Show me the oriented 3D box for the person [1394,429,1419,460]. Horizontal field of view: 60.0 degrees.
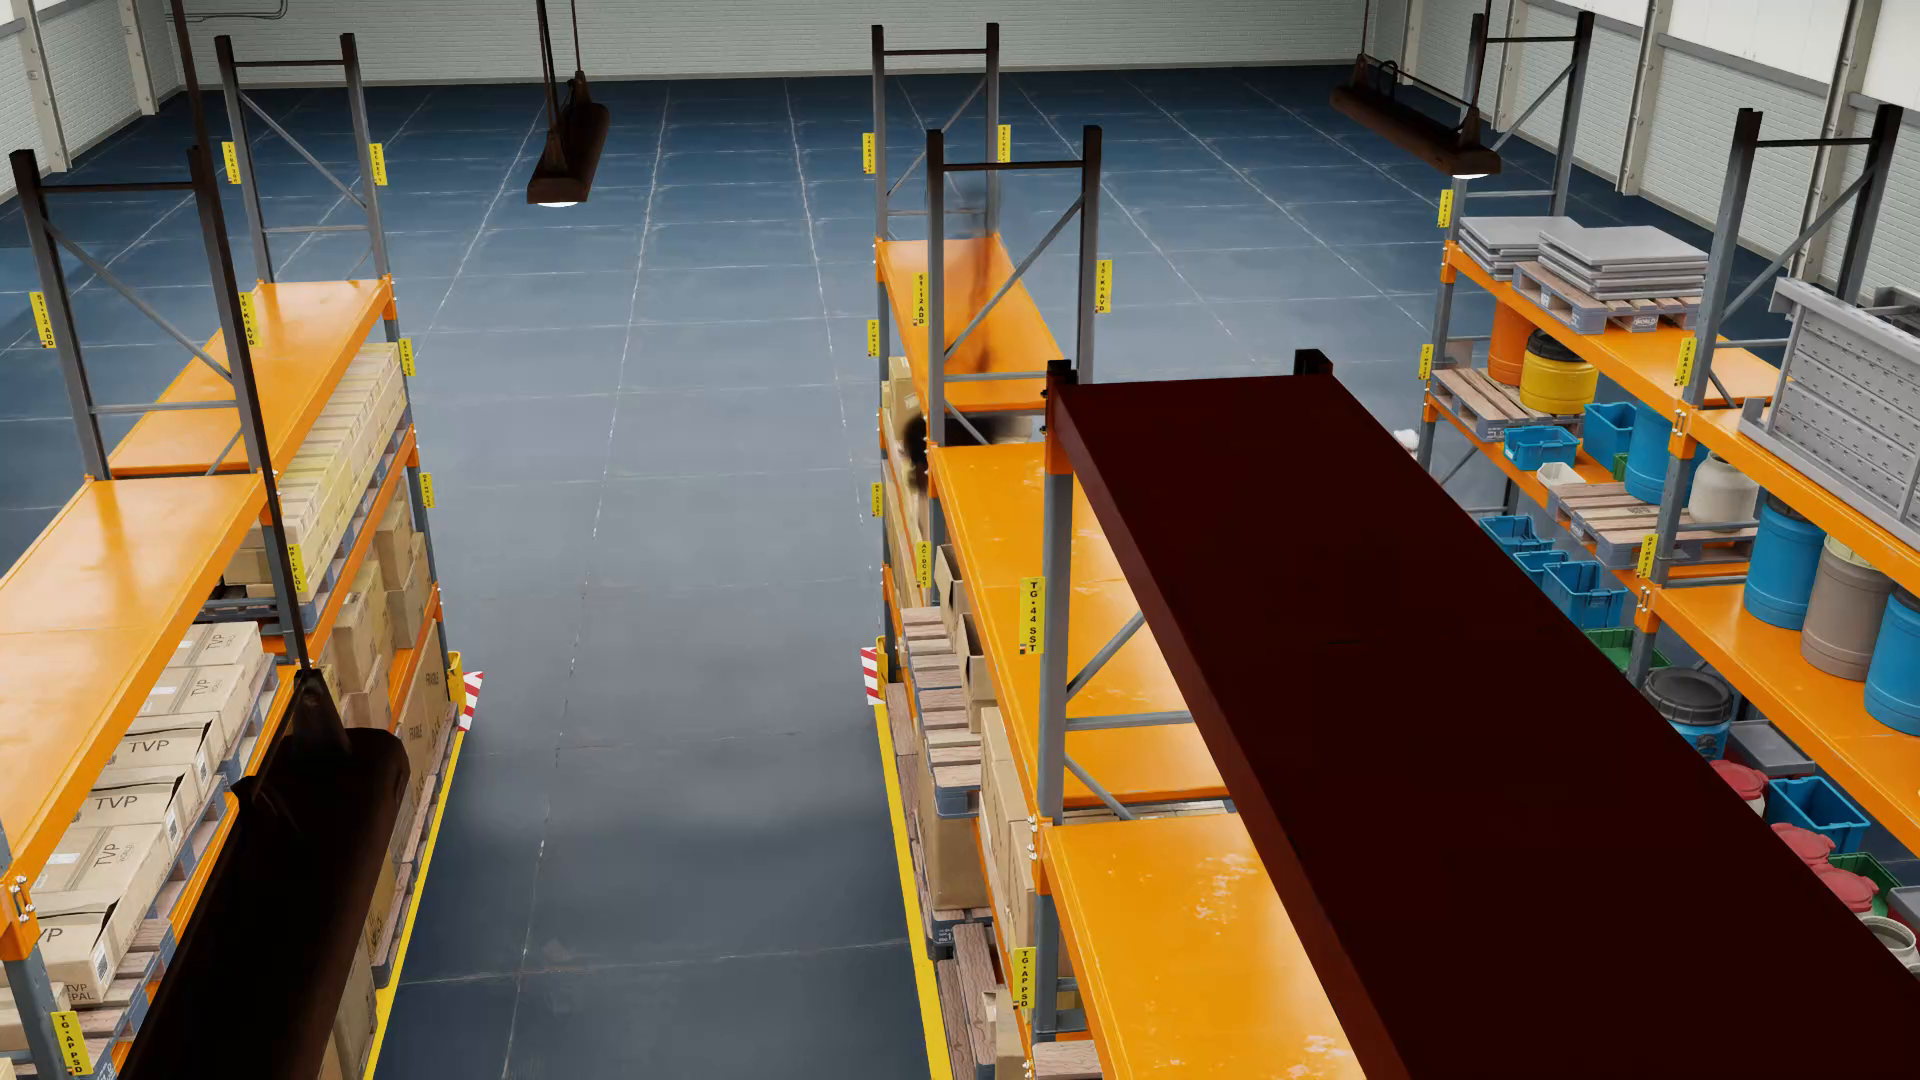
[{"bbox_3d":[4.604,-0.285,17.098,0.669,1.763,0.679,15,29,29],"label":"person"}]
